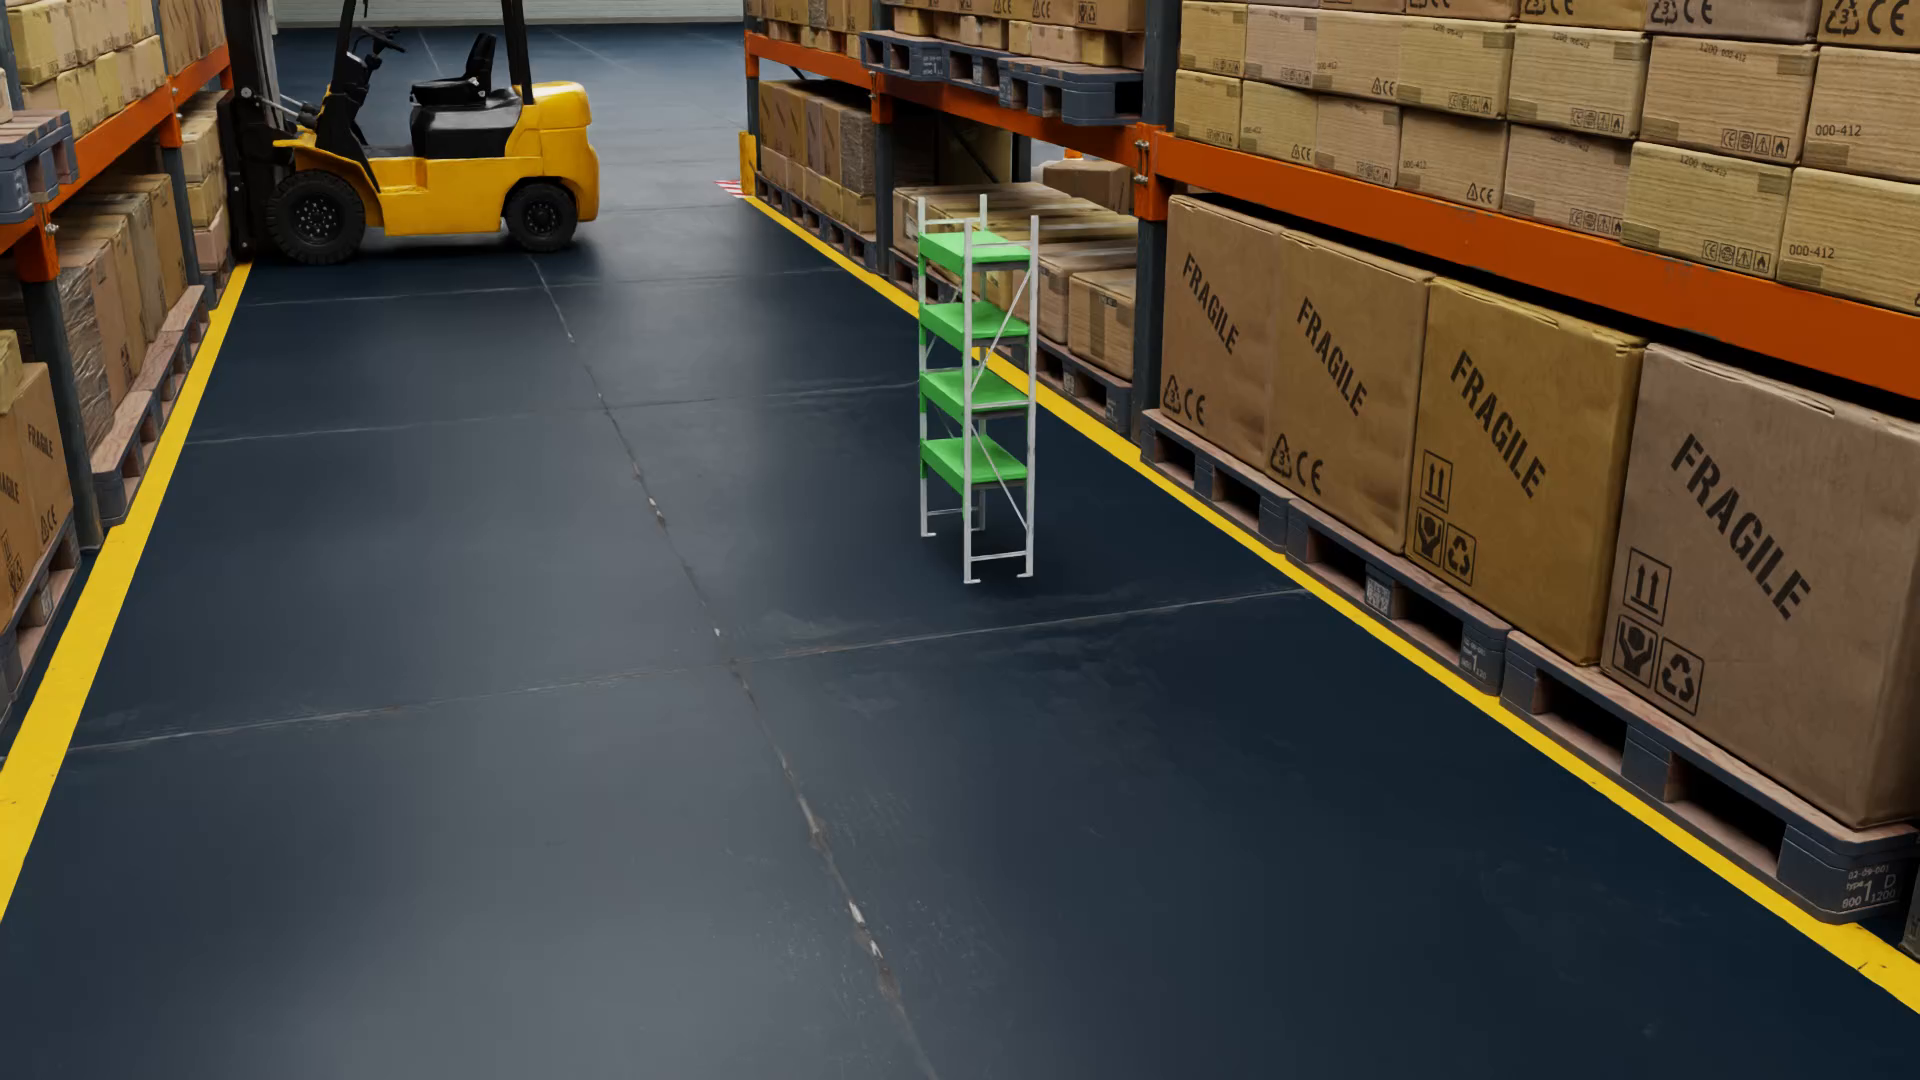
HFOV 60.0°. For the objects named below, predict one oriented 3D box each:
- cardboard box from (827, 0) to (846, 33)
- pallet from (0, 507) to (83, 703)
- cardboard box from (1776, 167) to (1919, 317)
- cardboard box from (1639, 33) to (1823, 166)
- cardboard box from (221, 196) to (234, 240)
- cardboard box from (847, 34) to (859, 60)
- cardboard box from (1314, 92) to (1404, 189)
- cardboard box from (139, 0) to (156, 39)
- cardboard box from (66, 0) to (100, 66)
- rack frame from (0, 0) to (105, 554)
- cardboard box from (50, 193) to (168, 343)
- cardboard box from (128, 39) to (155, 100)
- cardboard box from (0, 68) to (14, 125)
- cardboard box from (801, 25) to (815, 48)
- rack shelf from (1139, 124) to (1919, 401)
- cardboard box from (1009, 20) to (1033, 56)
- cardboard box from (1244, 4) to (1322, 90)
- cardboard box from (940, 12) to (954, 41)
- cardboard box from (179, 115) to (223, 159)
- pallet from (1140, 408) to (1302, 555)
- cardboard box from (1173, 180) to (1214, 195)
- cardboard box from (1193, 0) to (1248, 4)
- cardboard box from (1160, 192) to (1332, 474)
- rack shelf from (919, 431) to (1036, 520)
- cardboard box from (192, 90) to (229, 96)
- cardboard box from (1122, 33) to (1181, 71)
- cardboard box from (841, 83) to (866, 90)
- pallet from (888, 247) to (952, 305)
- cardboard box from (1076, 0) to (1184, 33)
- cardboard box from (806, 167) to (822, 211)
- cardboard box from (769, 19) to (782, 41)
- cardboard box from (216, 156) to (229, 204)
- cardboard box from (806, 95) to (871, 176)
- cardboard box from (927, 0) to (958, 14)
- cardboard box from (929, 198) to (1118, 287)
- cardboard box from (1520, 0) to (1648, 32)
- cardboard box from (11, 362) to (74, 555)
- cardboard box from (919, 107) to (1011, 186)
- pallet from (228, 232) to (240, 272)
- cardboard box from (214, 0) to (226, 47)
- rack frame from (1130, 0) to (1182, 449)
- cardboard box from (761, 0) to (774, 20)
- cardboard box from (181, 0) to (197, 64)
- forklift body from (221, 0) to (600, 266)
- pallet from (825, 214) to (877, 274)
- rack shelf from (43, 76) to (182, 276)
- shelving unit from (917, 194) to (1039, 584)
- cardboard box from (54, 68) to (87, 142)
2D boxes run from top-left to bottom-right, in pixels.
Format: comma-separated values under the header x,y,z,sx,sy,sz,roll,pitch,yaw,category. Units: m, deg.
x,y,z,sx,sy,sz,roll,pitch,yaw,category
-0.584,-3.616,10.958,0.500,0.500,0.500,-6,21,-15,cardboard box
-3.295,0.220,4.991,1.003,0.211,1.213,-6,21,-17,pallet
2.095,-0.627,3.448,0.500,0.250,0.500,-7,21,-18,cardboard box
1.941,-1.021,3.803,0.500,0.250,0.500,-6,21,-16,cardboard box
-4.939,-2.038,10.599,0.500,0.250,0.500,-6,21,-16,cardboard box
-0.515,-3.180,10.704,0.380,0.149,0.250,-6,21,-16,cardboard box
1.470,-1.278,5.259,0.500,0.250,0.500,-6,21,-15,cardboard box
-4.354,-2.654,8.350,0.500,0.250,0.500,-7,21,-18,cardboard box
-3.705,-2.000,6.528,0.500,0.250,0.500,-7,21,-19,cardboard box
-3.493,-1.336,5.198,1.000,3.000,0.127,-6,21,-17,rack frame
-4.339,-1.283,7.944,0.875,0.625,0.625,-7,21,-18,cardboard box
-4.181,-2.254,7.977,0.500,0.250,0.500,-7,21,-18,cardboard box
-2.923,-1.245,4.696,0.380,0.149,0.250,-6,21,-16,cardboard box
-0.920,-3.590,11.846,0.380,0.149,0.250,-6,21,-17,cardboard box
1.846,-0.884,5.005,1.077,0.370,4.000,-6,21,-17,rack shelf
0.445,-2.347,7.764,0.380,0.149,0.250,-6,21,-16,cardboard box
1.304,-1.674,5.623,0.500,0.250,0.500,-6,21,-16,cardboard box
0.107,-2.766,8.929,0.380,0.149,0.250,-6,21,-16,cardboard box
-4.923,-2.506,10.423,0.500,0.250,0.500,-6,21,-15,cardboard box
1.394,-0.291,6.414,1.003,0.211,1.213,-6,21,-17,pallet
1.641,-2.527,11.091,0.500,0.500,0.500,-6,21,-17,cardboard box
1.140,-2.198,5.971,0.500,0.500,0.500,-7,21,-19,cardboard box
1.356,-0.832,6.316,0.875,0.875,0.875,-7,21,-18,cardboard box
0.052,-0.226,5.669,0.258,0.148,0.480,-6,21,-17,rack shelf
-5.567,-3.163,12.251,0.500,0.250,0.500,-6,21,-15,cardboard box
0.891,-2.024,6.865,0.380,0.149,0.250,-6,21,-15,cardboard box
-0.630,-3.292,12.980,0.500,0.500,0.500,-6,21,-15,cardboard box
0.206,-1.586,10.020,1.003,0.211,1.213,-6,21,-17,pallet
0.811,-2.365,6.856,0.500,0.500,0.500,-7,21,-19,cardboard box
-0.813,-2.546,12.015,0.500,0.250,0.500,-6,21,-16,cardboard box
-1.251,-3.923,12.772,0.380,0.149,0.250,-6,21,-16,cardboard box
-4.917,-2.270,10.507,0.500,0.250,0.500,-7,21,-18,cardboard box
-0.803,-2.893,11.869,0.500,0.500,0.500,-5,20,-14,cardboard box
0.136,-3.031,8.709,0.500,0.500,0.500,-7,21,-18,cardboard box
0.357,-1.711,9.508,0.950,0.372,0.625,-5,20,-14,cardboard box
1.786,-1.545,4.154,0.500,0.500,0.500,-6,21,-16,cardboard box
-3.156,-0.244,5.236,0.500,0.500,0.500,-6,21,-16,cardboard box
0.031,-2.623,11.118,0.500,0.500,0.500,-5,20,-15,cardboard box
-5.348,-1.959,11.058,1.003,0.211,1.213,-6,21,-17,pallet
-5.604,-3.820,11.967,0.500,0.500,0.500,-7,21,-18,cardboard box
1.218,-1.864,6.670,1.000,3.000,0.127,-6,21,-17,rack frame
-1.245,-4.271,12.783,0.500,0.500,0.500,-6,21,-16,cardboard box
-4.982,-3.164,10.141,0.500,0.500,0.500,-7,21,-18,cardboard box
-3.680,-3.089,11.335,2.313,2.155,1.214,-6,21,-17,forklift body
-0.284,-2.047,11.304,1.003,0.211,1.213,-6,21,-17,pallet
-4.122,-1.639,7.107,1.077,0.370,4.000,-6,21,-17,rack shelf
0.052,-0.512,5.566,0.258,1.200,0.503,-6,21,-17,shelving unit
-3.554,-1.596,6.143,0.500,0.250,0.500,-7,21,-18,cardboard box
